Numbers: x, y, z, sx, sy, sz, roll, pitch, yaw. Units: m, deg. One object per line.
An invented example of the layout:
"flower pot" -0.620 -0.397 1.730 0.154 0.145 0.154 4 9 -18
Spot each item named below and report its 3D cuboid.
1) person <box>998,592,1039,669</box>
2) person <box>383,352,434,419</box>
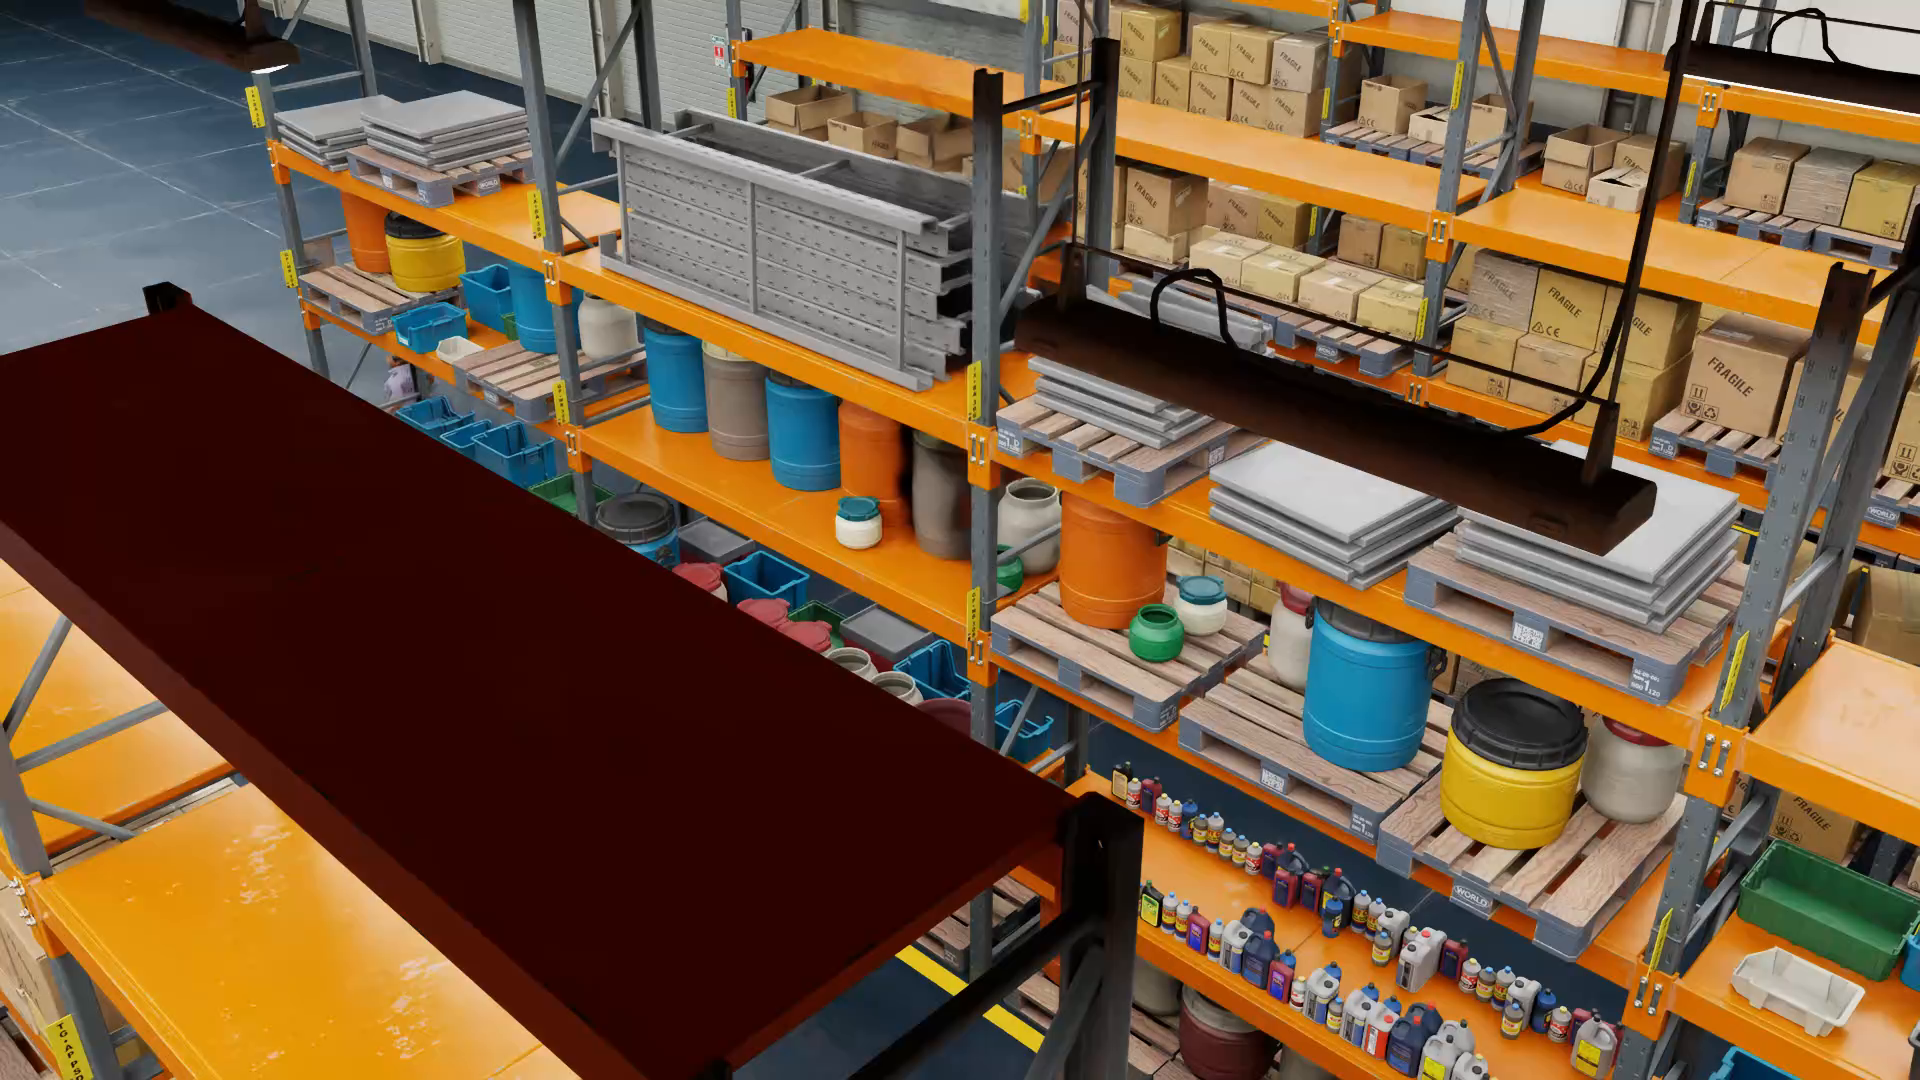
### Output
"person" 0.513 0.437 13.656 0.836 1.840 0.652 16 33 26
"person" -5.517 -1.227 16.812 0.684 1.624 0.649 5 30 9
